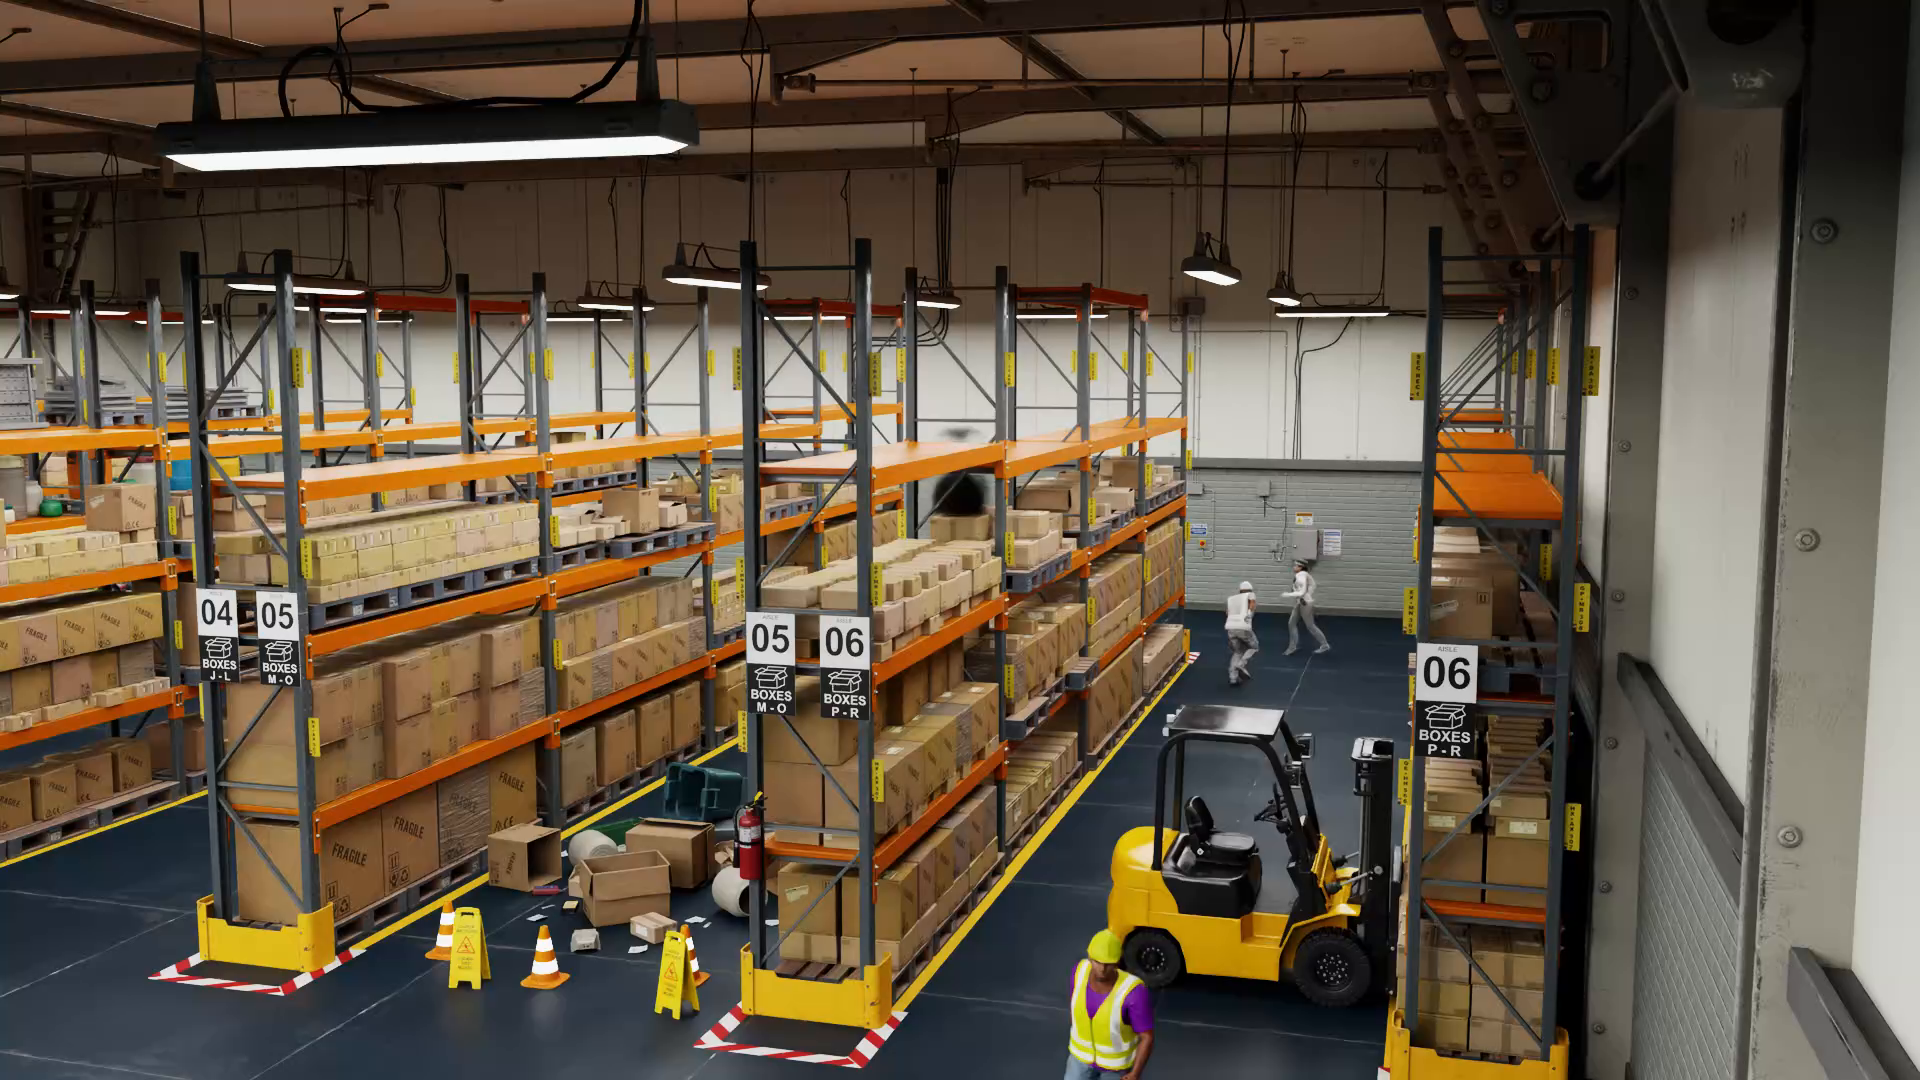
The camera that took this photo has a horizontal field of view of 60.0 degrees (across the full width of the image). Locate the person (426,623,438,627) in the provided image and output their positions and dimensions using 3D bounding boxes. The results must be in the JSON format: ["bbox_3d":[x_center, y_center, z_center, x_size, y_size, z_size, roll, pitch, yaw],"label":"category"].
[{"bbox_3d":[-6.722,1.872,21.688,0.662,1.791,0.779,3,7,22],"label":"person"}]

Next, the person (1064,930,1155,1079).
[{"bbox_3d":[0.892,3.175,10.196,0.668,1.704,0.715,3,7,23],"label":"person"}]

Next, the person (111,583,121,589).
[{"bbox_3d":[-14.260,1.259,27.970,0.458,1.606,0.788,1,6,9],"label":"person"}]

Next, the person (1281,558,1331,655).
[{"bbox_3d":[5.923,1.160,28.486,0.862,1.736,0.567,1,6,10],"label":"person"}]

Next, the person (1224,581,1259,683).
[{"bbox_3d":[4.454,1.448,26.333,0.700,1.530,1.004,5,8,37],"label":"person"}]
